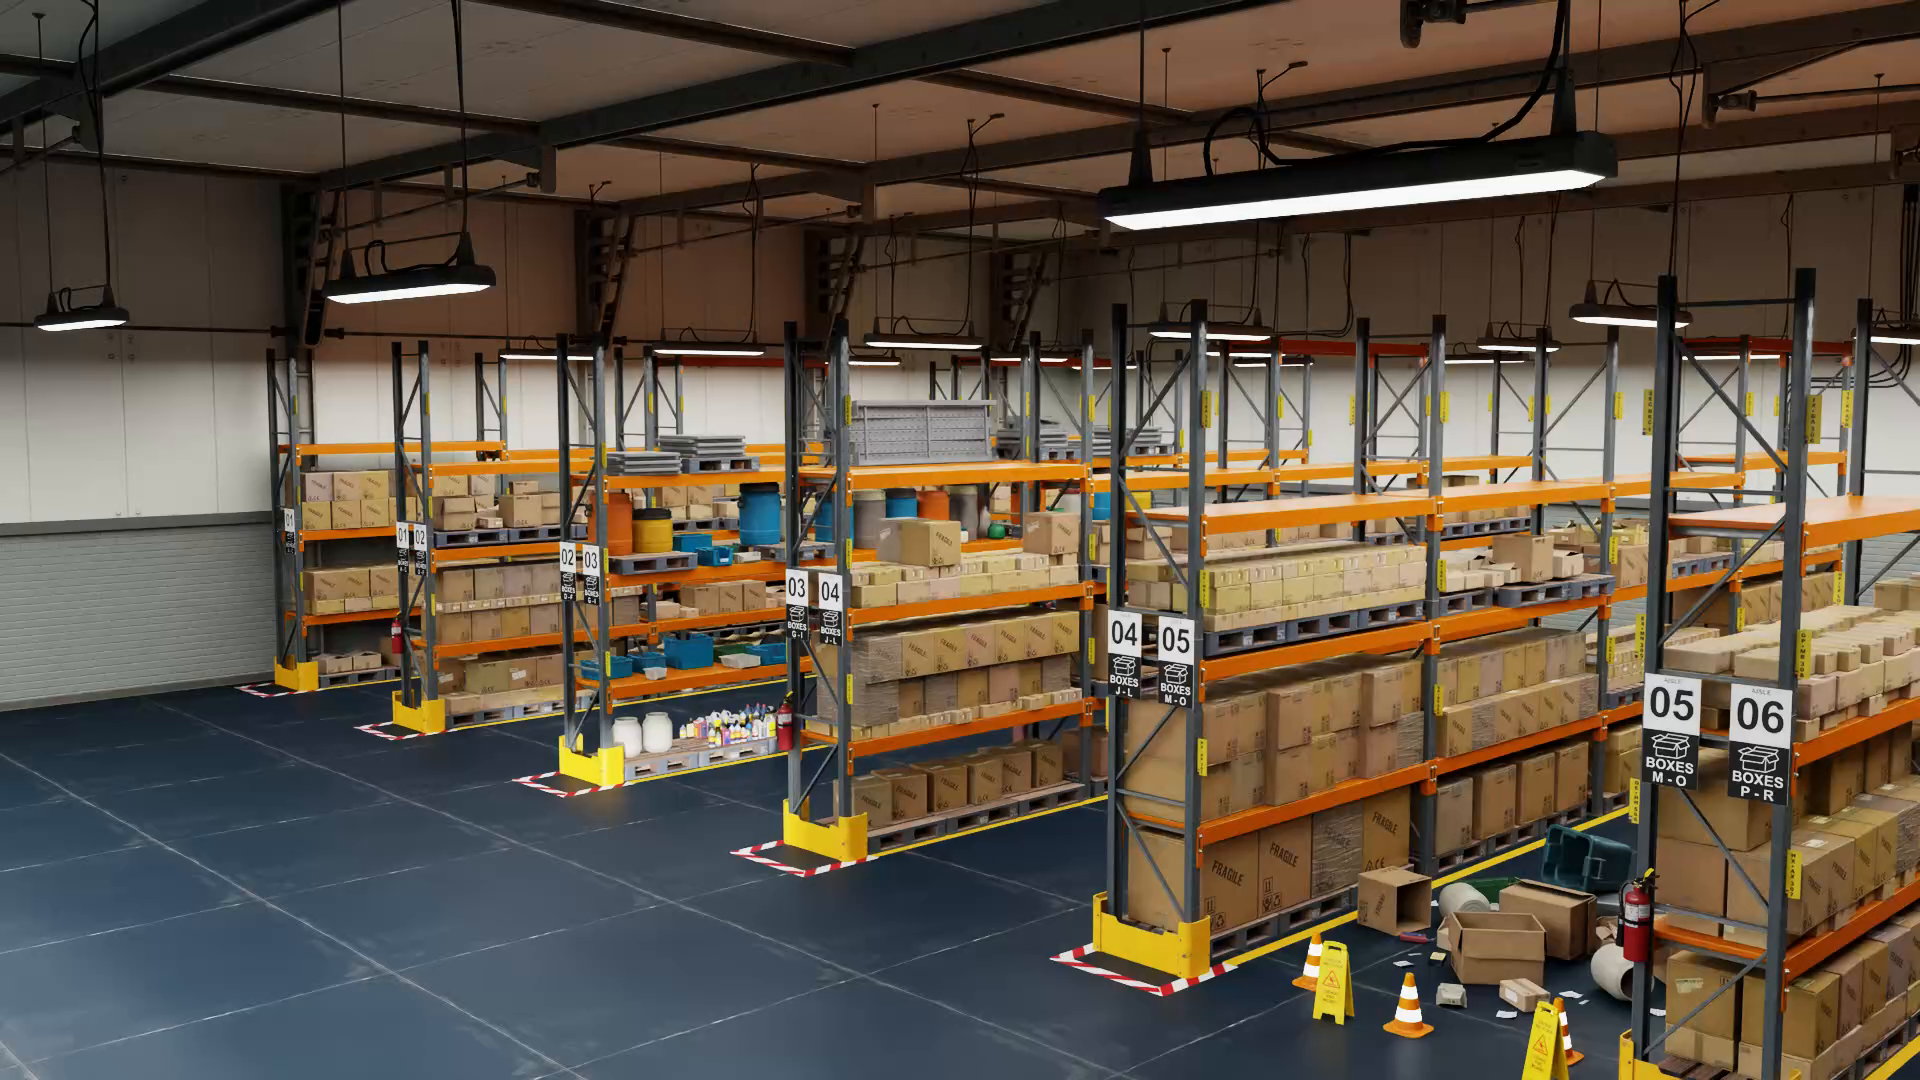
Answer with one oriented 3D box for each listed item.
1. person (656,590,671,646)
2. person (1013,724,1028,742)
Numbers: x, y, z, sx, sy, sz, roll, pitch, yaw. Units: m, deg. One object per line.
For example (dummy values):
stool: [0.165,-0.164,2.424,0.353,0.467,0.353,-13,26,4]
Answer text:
person: [-5.568,1.714,30.764,0.445,1.583,0.562,-1,5,-15]
person: [0.853,2.315,23.271,0.470,1.668,0.511,3,6,32]
